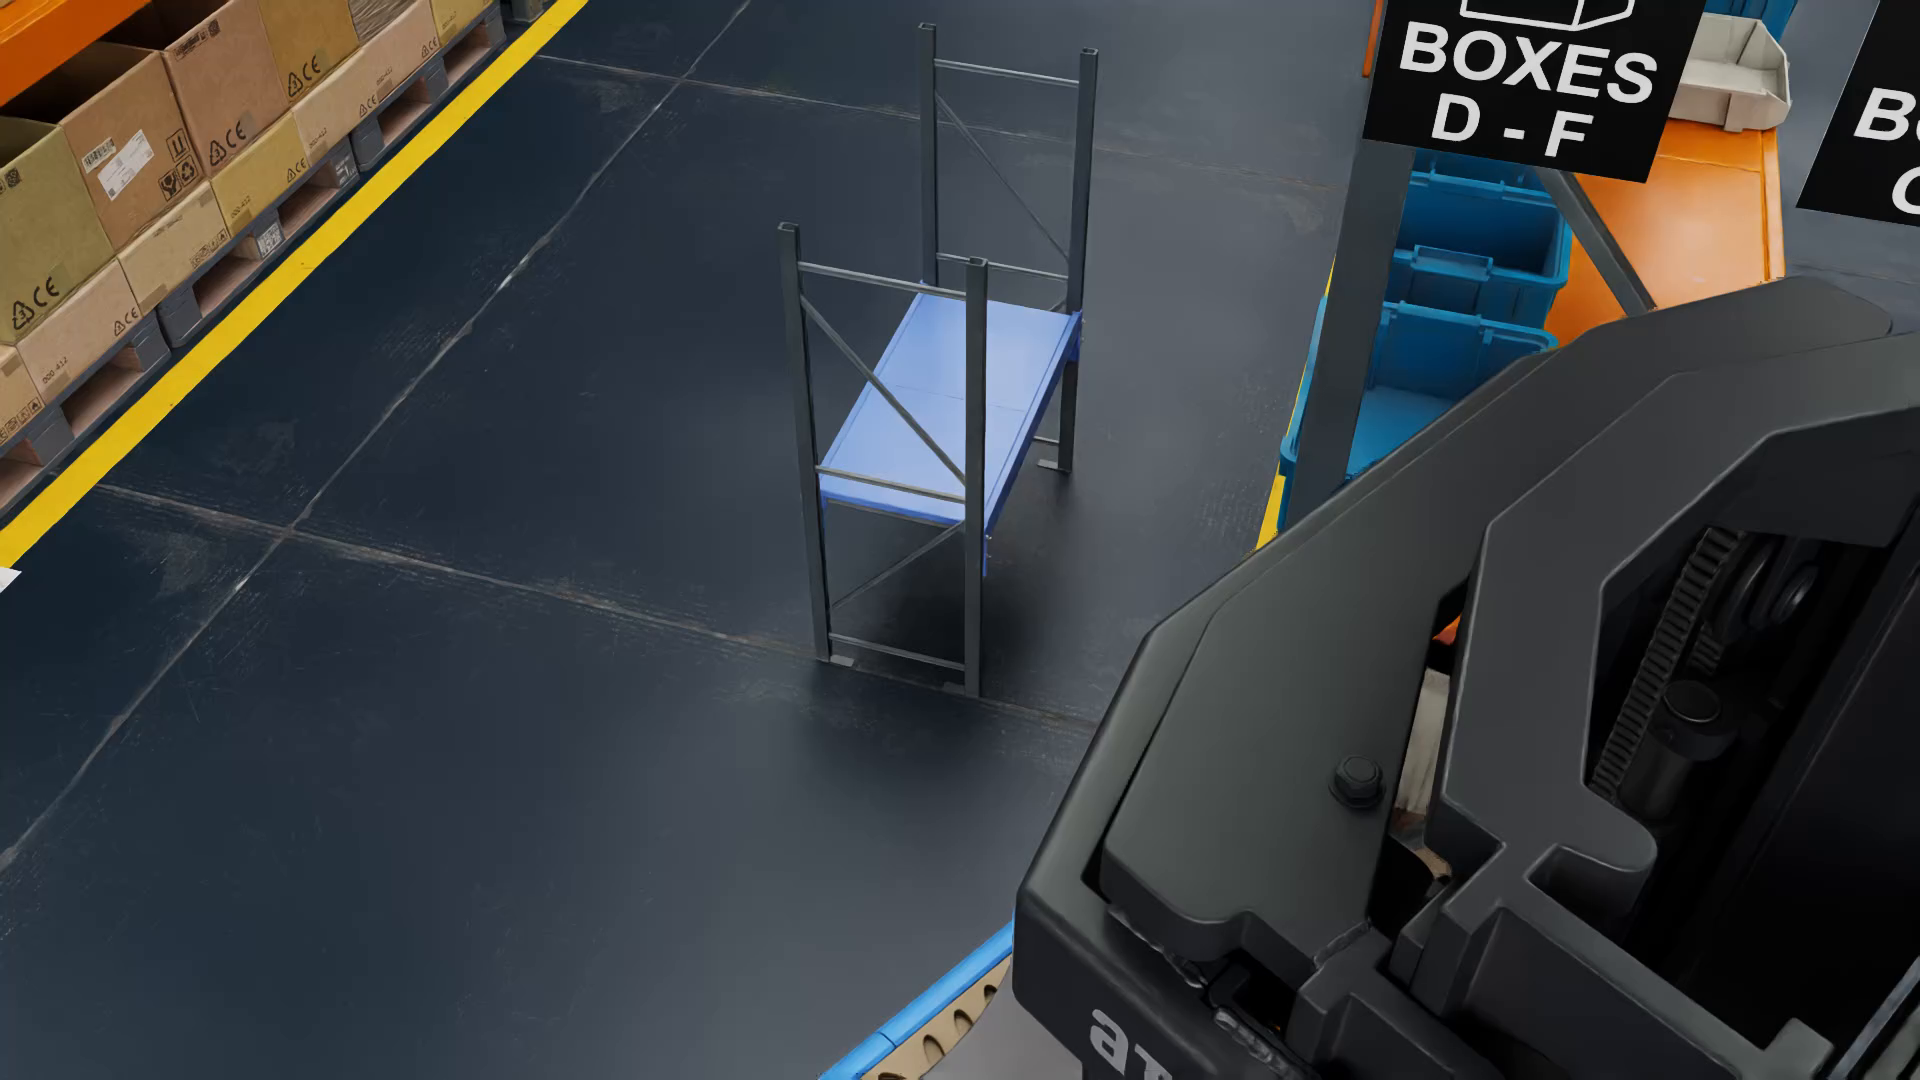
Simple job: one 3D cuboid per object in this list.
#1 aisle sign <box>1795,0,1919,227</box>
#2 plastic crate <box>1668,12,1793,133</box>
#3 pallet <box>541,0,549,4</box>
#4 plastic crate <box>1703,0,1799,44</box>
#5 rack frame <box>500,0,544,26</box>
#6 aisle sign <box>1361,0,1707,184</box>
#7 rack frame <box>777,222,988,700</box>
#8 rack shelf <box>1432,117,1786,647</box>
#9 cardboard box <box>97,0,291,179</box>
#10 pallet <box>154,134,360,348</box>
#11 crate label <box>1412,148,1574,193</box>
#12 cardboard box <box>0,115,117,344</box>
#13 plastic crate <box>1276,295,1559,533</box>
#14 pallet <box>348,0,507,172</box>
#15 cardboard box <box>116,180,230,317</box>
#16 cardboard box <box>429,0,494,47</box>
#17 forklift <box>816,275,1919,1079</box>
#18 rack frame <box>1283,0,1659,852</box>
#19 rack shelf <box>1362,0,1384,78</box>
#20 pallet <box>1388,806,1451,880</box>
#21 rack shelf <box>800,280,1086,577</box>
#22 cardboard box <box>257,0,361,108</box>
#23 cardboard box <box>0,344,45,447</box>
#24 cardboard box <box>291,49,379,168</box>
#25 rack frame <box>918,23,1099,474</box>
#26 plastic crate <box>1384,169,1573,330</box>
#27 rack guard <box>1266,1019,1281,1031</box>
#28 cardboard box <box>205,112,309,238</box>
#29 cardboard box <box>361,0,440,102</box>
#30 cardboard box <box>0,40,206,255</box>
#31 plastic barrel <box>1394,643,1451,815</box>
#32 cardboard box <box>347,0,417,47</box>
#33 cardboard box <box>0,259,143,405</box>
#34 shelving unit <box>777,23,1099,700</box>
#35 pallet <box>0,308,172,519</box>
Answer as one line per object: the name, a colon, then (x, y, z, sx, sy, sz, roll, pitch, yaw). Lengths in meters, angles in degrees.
aisle sign: (1.330, -0.696, 1.958, 0.394, 0.787, 0.004, 13, 46, 13)
plastic crate: (2.034, -1.313, 4.635, 0.530, 0.136, 0.437, 13, 46, 13)
pallet: (-2.249, -3.097, 8.264, 1.003, 0.211, 1.213, 13, 46, 13)
plastic crate: (2.208, -1.694, 4.943, 0.499, 0.251, 0.616, 13, 46, 13)
rack frame: (-2.435, -3.594, 6.779, 1.000, 3.000, 0.127, 13, 46, 13)
aisle sign: (0.768, -0.821, 2.085, 0.394, 0.787, 0.004, 13, 46, 13)
rack frame: (-0.180, -0.140, 4.321, 0.500, 1.500, 0.032, 13, 46, 12)
rack shelf: (1.679, -0.953, 4.593, 1.077, 0.370, 4.000, 13, 46, 13)
cardboard box: (-2.815, -1.673, 5.945, 0.500, 0.500, 0.500, 13, 46, 13)
pallet: (-3.084, -1.261, 6.387, 1.003, 0.211, 1.213, 13, 46, 13)
crate label: (1.373, -1.173, 4.279, 0.502, 0.435, 0.616, 13, 46, 13)
cardboard box: (-3.123, -1.008, 5.265, 0.500, 0.500, 0.500, 13, 46, 13)
plastic crate: (0.939, -0.220, 3.437, 0.499, 0.251, 0.616, 13, 46, 13)
pallet: (-2.716, -2.077, 7.221, 1.003, 0.211, 1.213, 13, 46, 13)
cardboard box: (-2.972, -1.073, 5.868, 0.500, 0.250, 0.500, 13, 46, 13)
cardboard box: (-2.367, -2.406, 7.230, 0.500, 0.250, 0.500, 13, 46, 13)
forklift: (0.868, 1.322, 1.803, 1.130, 2.935, 3.031, -33, 53, -29)
rack frame: (1.073, 0.123, 2.979, 1.000, 3.000, 0.127, 13, 46, 13)
rack shelf: (1.679, -2.025, 3.544, 1.077, 0.370, 4.000, 13, 46, 13)
pallet: (1.302, 0.519, 4.569, 1.003, 0.211, 1.213, 13, 46, 13)
rack shelf: (-0.026, -0.351, 4.793, 0.538, 0.185, 1.000, 13, 46, 12)
cardboard box: (-2.678, -2.010, 6.288, 0.500, 0.500, 0.500, 13, 46, 13)
cardboard box: (-3.272, -0.406, 5.186, 0.500, 0.250, 0.500, 13, 46, 13)
cardboard box: (-2.666, -1.739, 6.548, 0.500, 0.250, 0.500, 13, 46, 13)
rack frame: (0.128, -0.818, 5.014, 0.500, 1.500, 0.032, 13, 46, 12)
plastic crate: (1.141, -0.652, 3.878, 0.499, 0.251, 0.408, 13, 46, 13)
rack guard: (1.051, 0.956, 3.915, 1.175, 0.500, 0.348, 13, 46, 13)
cardboard box: (-2.816, -1.405, 6.207, 0.500, 0.250, 0.500, 13, 46, 13)
cardboard box: (-2.528, -2.075, 6.892, 0.500, 0.250, 0.500, 13, 46, 13)
cardboard box: (-2.983, -1.344, 5.608, 0.500, 0.500, 0.500, 13, 46, 13)
plastic barrel: (1.199, 0.408, 4.167, 0.421, 0.512, 0.421, 0, 44, 0)
cardboard box: (-2.530, -2.344, 6.630, 0.500, 0.500, 0.500, 13, 46, 13)
cardboard box: (-3.124, -0.740, 5.527, 0.500, 0.250, 0.500, 13, 46, 13)
shelving unit: (-0.026, -0.479, 4.667, 0.538, 1.500, 1.048, 13, 46, 12)
pallet: (-3.455, -0.450, 5.559, 1.003, 0.211, 1.213, 13, 46, 13)
